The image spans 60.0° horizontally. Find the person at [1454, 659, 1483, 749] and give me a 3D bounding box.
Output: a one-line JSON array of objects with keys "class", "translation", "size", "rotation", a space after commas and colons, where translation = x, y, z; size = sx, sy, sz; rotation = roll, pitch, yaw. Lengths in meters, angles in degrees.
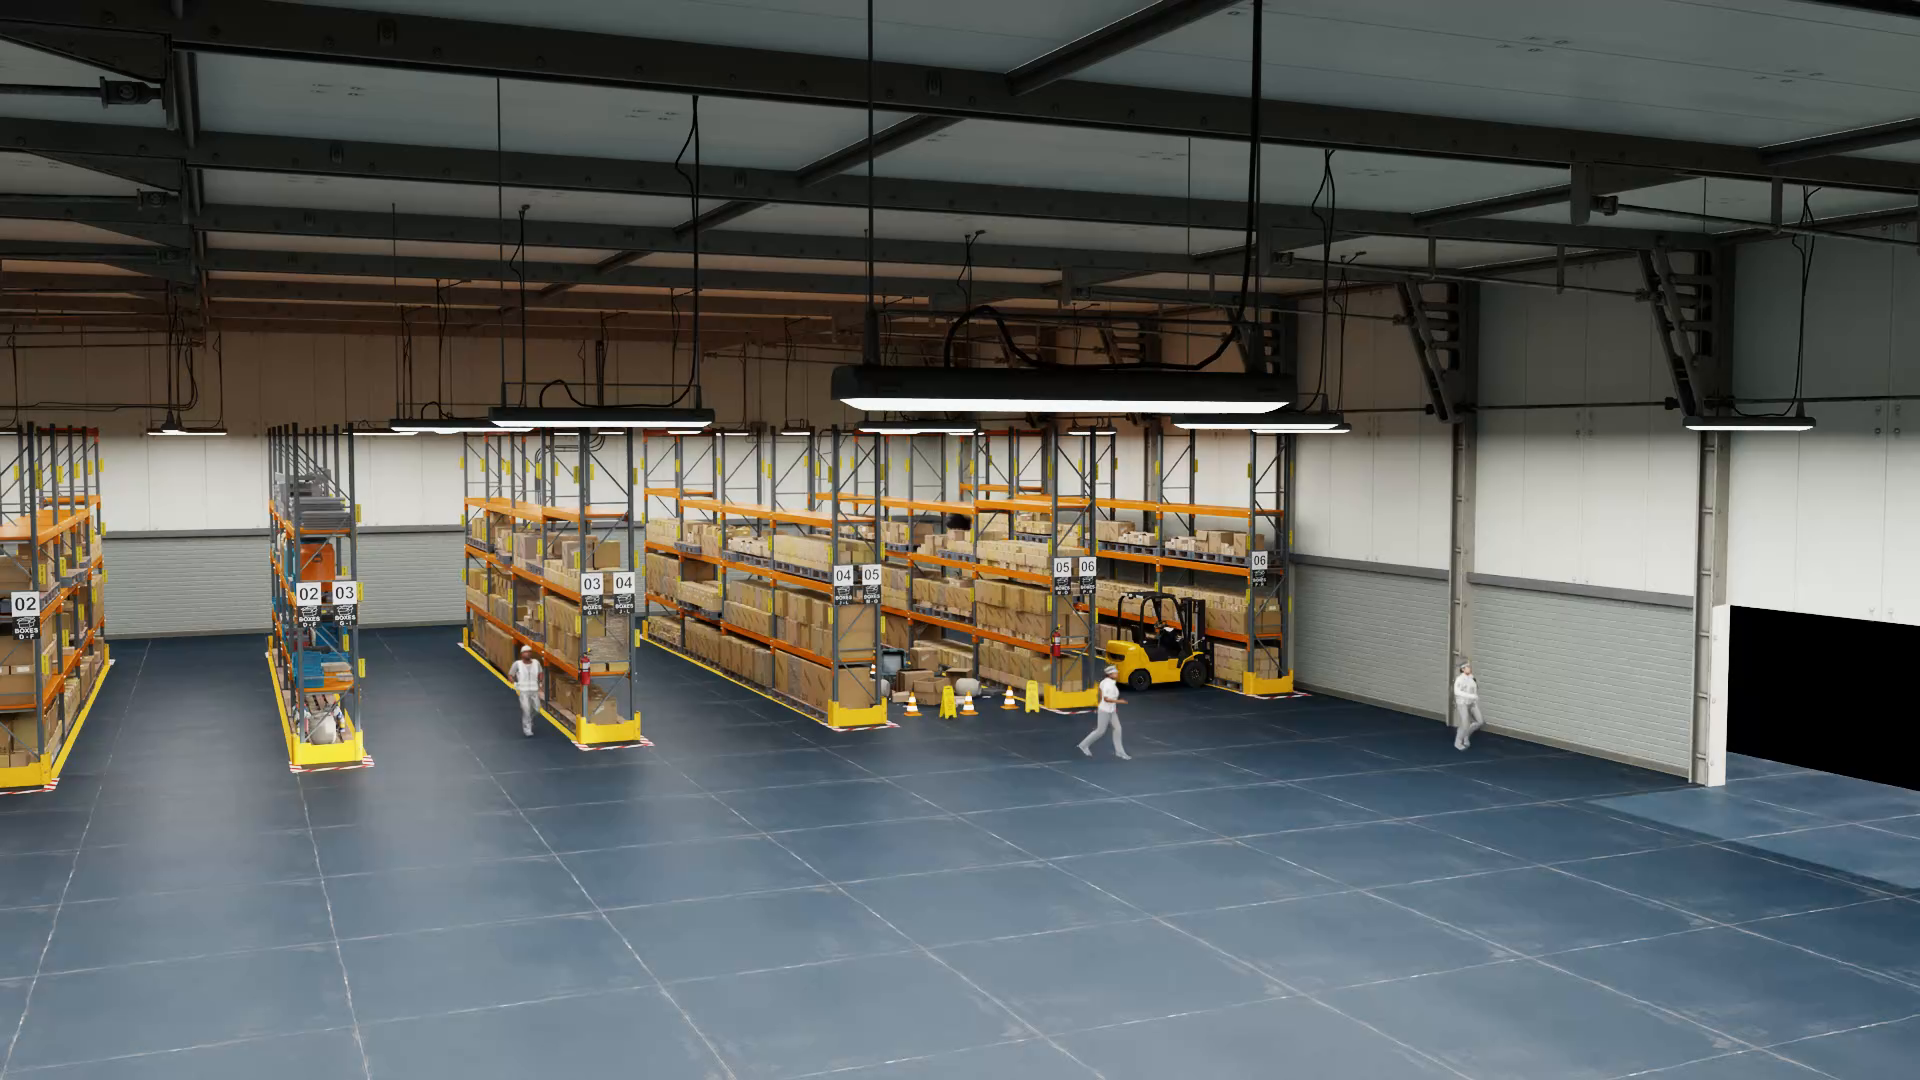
[{"class": "person", "translation": [9.311, 3.016, 30.462], "size": [0.671, 1.669, 0.562], "rotation": [-2, 4, -35]}]

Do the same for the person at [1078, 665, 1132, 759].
[{"class": "person", "translation": [2.587, 3.060, 29.634], "size": [0.936, 1.693, 0.548], "rotation": [1, 4, 17]}]

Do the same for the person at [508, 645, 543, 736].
[{"class": "person", "translation": [-8.357, 2.896, 32.061], "size": [0.685, 1.735, 0.667], "rotation": [-2, 4, -31]}]
